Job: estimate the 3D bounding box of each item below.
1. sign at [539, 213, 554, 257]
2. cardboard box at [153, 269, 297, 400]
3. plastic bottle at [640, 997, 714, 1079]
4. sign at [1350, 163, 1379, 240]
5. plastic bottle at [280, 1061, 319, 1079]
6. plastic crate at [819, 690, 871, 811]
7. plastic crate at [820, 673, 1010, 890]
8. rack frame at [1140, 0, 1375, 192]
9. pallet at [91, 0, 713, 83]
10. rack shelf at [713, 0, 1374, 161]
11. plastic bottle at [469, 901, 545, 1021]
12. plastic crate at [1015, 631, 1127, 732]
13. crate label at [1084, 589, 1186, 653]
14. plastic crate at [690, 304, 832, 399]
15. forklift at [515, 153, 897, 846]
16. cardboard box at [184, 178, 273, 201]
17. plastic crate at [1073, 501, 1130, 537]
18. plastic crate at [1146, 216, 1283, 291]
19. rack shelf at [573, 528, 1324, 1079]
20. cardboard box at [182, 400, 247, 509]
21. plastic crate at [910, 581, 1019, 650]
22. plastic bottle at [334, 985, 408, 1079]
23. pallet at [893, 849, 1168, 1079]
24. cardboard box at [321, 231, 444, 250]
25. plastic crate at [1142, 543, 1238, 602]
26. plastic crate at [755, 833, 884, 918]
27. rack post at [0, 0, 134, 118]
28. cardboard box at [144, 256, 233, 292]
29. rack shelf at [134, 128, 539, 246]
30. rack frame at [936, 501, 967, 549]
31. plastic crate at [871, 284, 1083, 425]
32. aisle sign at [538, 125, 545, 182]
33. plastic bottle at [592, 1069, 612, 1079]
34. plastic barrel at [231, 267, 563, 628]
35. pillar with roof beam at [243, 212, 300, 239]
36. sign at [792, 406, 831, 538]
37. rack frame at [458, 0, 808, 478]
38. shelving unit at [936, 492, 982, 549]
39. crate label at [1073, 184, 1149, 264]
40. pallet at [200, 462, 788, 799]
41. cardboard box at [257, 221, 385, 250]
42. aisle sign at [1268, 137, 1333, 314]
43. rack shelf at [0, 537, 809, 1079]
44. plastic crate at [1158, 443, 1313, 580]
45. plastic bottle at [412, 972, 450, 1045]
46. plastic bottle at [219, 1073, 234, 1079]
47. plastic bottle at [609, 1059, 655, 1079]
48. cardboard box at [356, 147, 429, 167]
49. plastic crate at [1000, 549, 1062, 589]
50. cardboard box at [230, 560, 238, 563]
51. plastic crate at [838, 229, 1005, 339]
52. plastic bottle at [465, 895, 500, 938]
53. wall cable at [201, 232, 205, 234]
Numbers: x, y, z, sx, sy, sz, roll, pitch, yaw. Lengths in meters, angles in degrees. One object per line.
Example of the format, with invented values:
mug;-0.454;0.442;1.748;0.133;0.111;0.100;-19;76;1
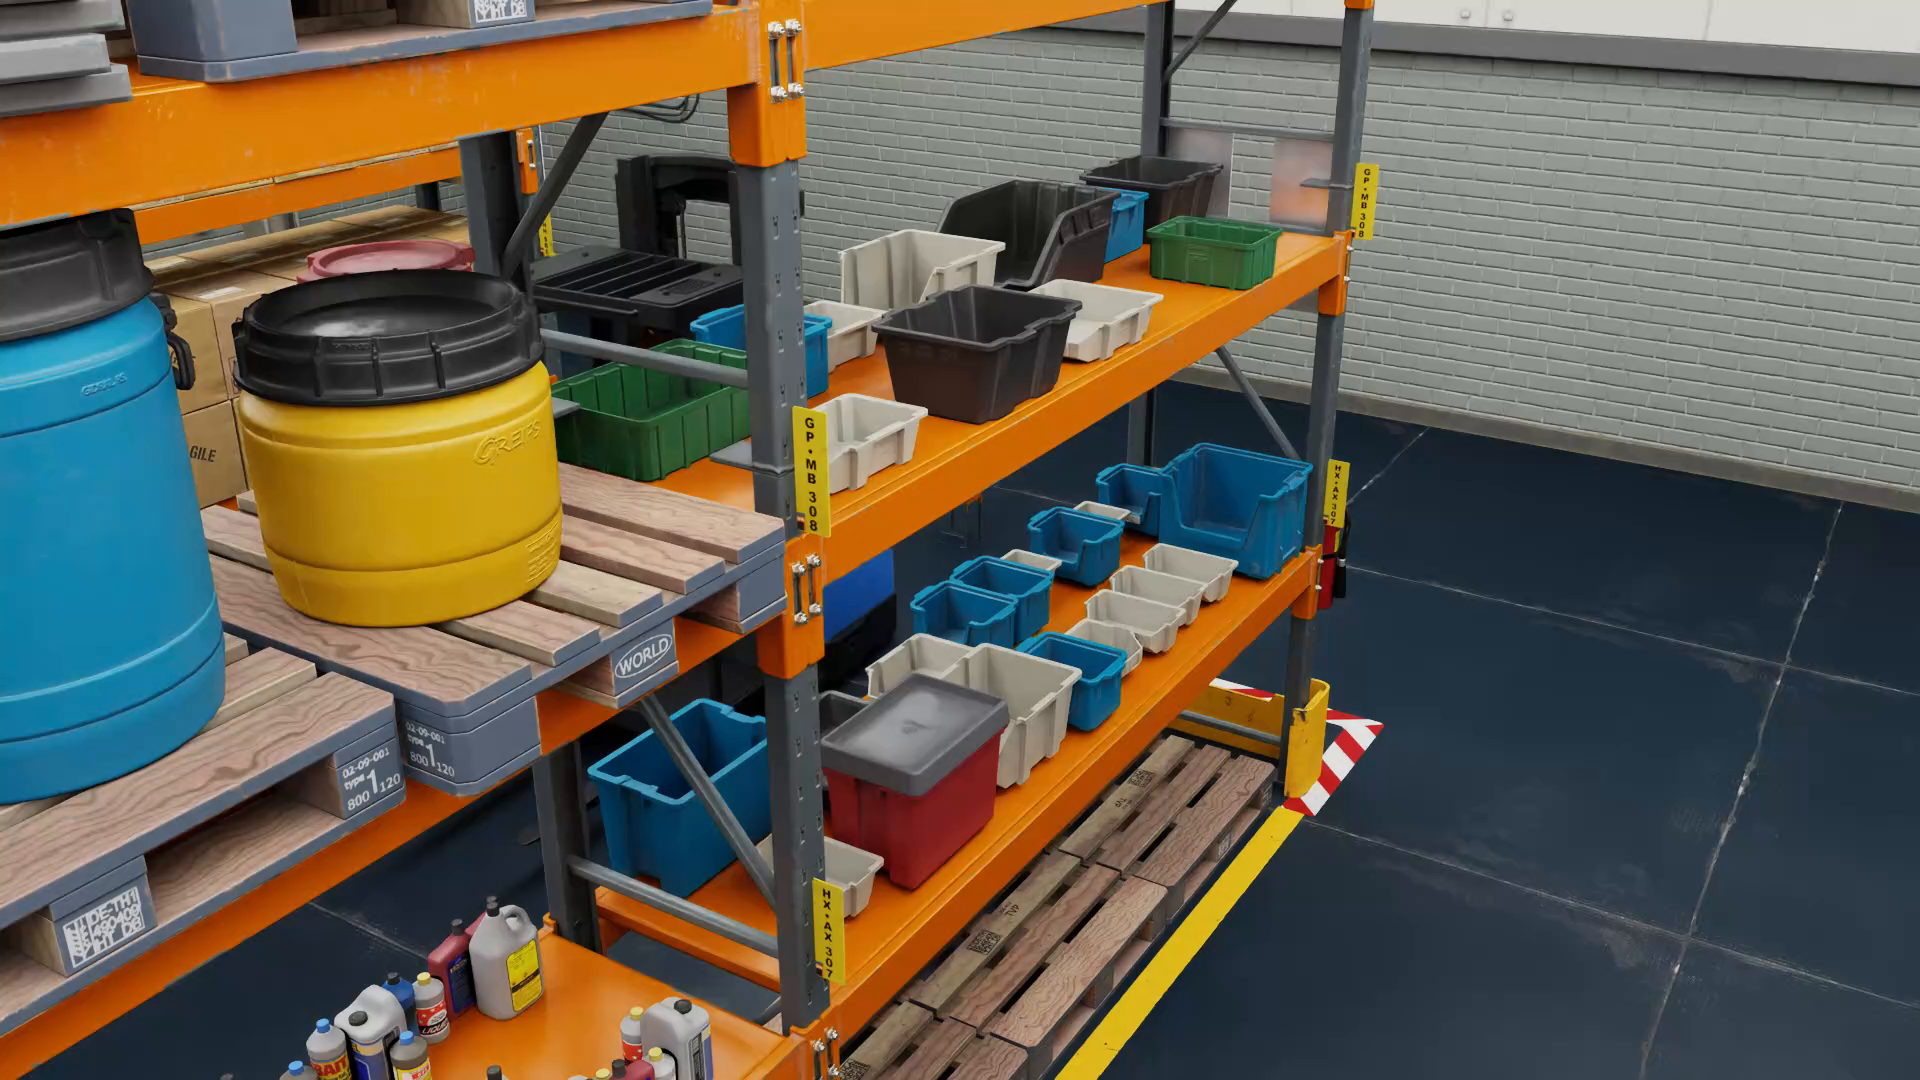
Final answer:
sign;-2.464;-1.843;9.877;0.100;0.325;0.005;14;27;29
cardboard box;-3.733;-1.067;8.554;0.500;0.500;0.500;15;27;31
plastic bottle;-0.762;1.357;4.496;0.152;0.276;0.135;14;27;29
sign;1.757;-1.469;7.224;0.100;0.325;0.005;14;27;29
plastic bottle;-1.726;1.457;4.359;0.097;0.201;0.097;0;23;0
plastic crate;-0.467;0.764;5.980;0.437;0.125;0.590;14;27;29
plastic crate;-0.145;0.794;5.485;0.402;0.464;0.583;14;27;29
rack frame;1.281;-3.004;6.861;1.000;3.000;0.127;14;27;29
pallet;-1.240;-1.098;3.200;1.003;0.211;1.213;14;27;29
rack shelf;0.226;-1.815;5.524;1.077;0.370;4.000;14;27;29
plastic bottle;-1.312;1.187;4.795;0.144;0.351;0.185;14;27;29
plastic crate;0.415;0.546;6.349;0.416;0.233;0.300;14;27;29
crate label;0.713;0.350;6.922;0.396;0.136;0.243;14;27;29
plastic crate;-0.620;-0.574;5.236;0.416;0.233;0.300;14;27;29
forklift;-1.527;-0.351;8.372;1.130;2.935;3.031;12;26;26
cardboard box;-3.776;-1.866;8.197;0.500;0.250;0.500;14;27;29
plastic crate;0.631;-0.052;7.851;0.250;0.136;0.298;14;27;29
plastic crate;1.003;-1.137;6.592;0.450;0.188;0.336;14;27;29
rack shelf;0.226;0.755;6.637;1.077;0.370;4.000;14;27;29
cardboard box;-4.002;-0.443;8.371;0.500;0.500;0.500;14;27;29
plastic crate;0.018;0.359;6.781;0.416;0.233;0.300;14;27;29
plastic bottle;-1.590;1.356;4.498;0.152;0.276;0.135;14;27;29
pallet;0.168;1.709;7.036;1.003;0.211;1.213;14;27;29
cardboard box;-3.192;-1.416;9.361;0.500;0.500;0.500;15;27;30
plastic crate;1.004;0.156;7.370;0.396;0.136;0.243;14;27;29
plastic crate;-0.462;1.066;5.269;0.396;0.136;0.243;14;27;29
rack post;-1.789;-0.714;2.202;0.937;0.300;0.954;17;29;34
cardboard box;-4.188;-1.183;8.822;0.500;0.500;0.500;14;27;28
rack shelf;-3.980;-1.661;8.442;1.077;0.370;4.000;14;27;29
rack frame;-0.056;-0.515;10.929;0.240;1.200;0.006;14;27;29
plastic crate;0.059;-0.579;5.200;0.497;0.269;0.590;14;27;29
aisle sign;-2.629;-2.442;9.842;0.394;0.787;0.004;14;27;29
plastic bottle;-0.922;1.469;4.332;0.097;0.201;0.097;0;23;0
plastic barrel;-1.138;-0.206;3.408;0.600;0.588;0.600;0;23;0
pillar with roof beam;-2.789;-5.270;12.097;9.100;9.000;0.400;14;27;29
sign;-0.363;-0.165;4.069;0.100;0.325;0.005;14;27;29
rack frame;-0.829;-1.654;3.743;1.000;3.000;0.127;14;27;29
shelving unit;-0.008;-0.546;11.000;0.258;1.200;0.189;14;27;29
crate label;0.520;-1.315;6.924;0.408;0.251;0.502;14;27;29
pallet;-1.160;0.095;3.718;1.213;0.211;1.003;14;27;29
cardboard box;-3.653;-1.522;9.606;0.500;0.500;0.500;14;27;29
aisle sign;1.568;-1.407;7.451;0.394;0.787;0.004;14;27;29
rack shelf;-1.884;0.728;2.922;1.077;0.370;4.000;14;27;29
plastic crate;1.263;-0.142;7.683;0.616;0.435;0.499;14;27;29
plastic bottle;-1.501;1.313;4.692;0.097;0.201;0.097;0;23;0
plastic bottle;-1.854;1.487;4.186;0.061;0.283;0.133;14;27;29
plastic bottle;-0.846;1.441;4.292;0.061;0.283;0.133;14;27;29
cardboard box;-3.245;-2.203;8.975;0.500;0.250;0.500;14;27;29
plastic crate;0.274;0.177;7.322;0.250;0.136;0.298;14;27;29
cardboard box;-4.049;0.369;9.211;0.797;0.503;0.637;14;27;29
plastic crate;-0.151;-0.889;5.902;0.437;0.282;0.530;14;27;29
plastic bottle;-1.385;1.187;4.878;0.061;0.283;0.133;14;27;29
wall cable;-7.264;-3.423;14.103;0.084;1.984;1.851;14;27;29
